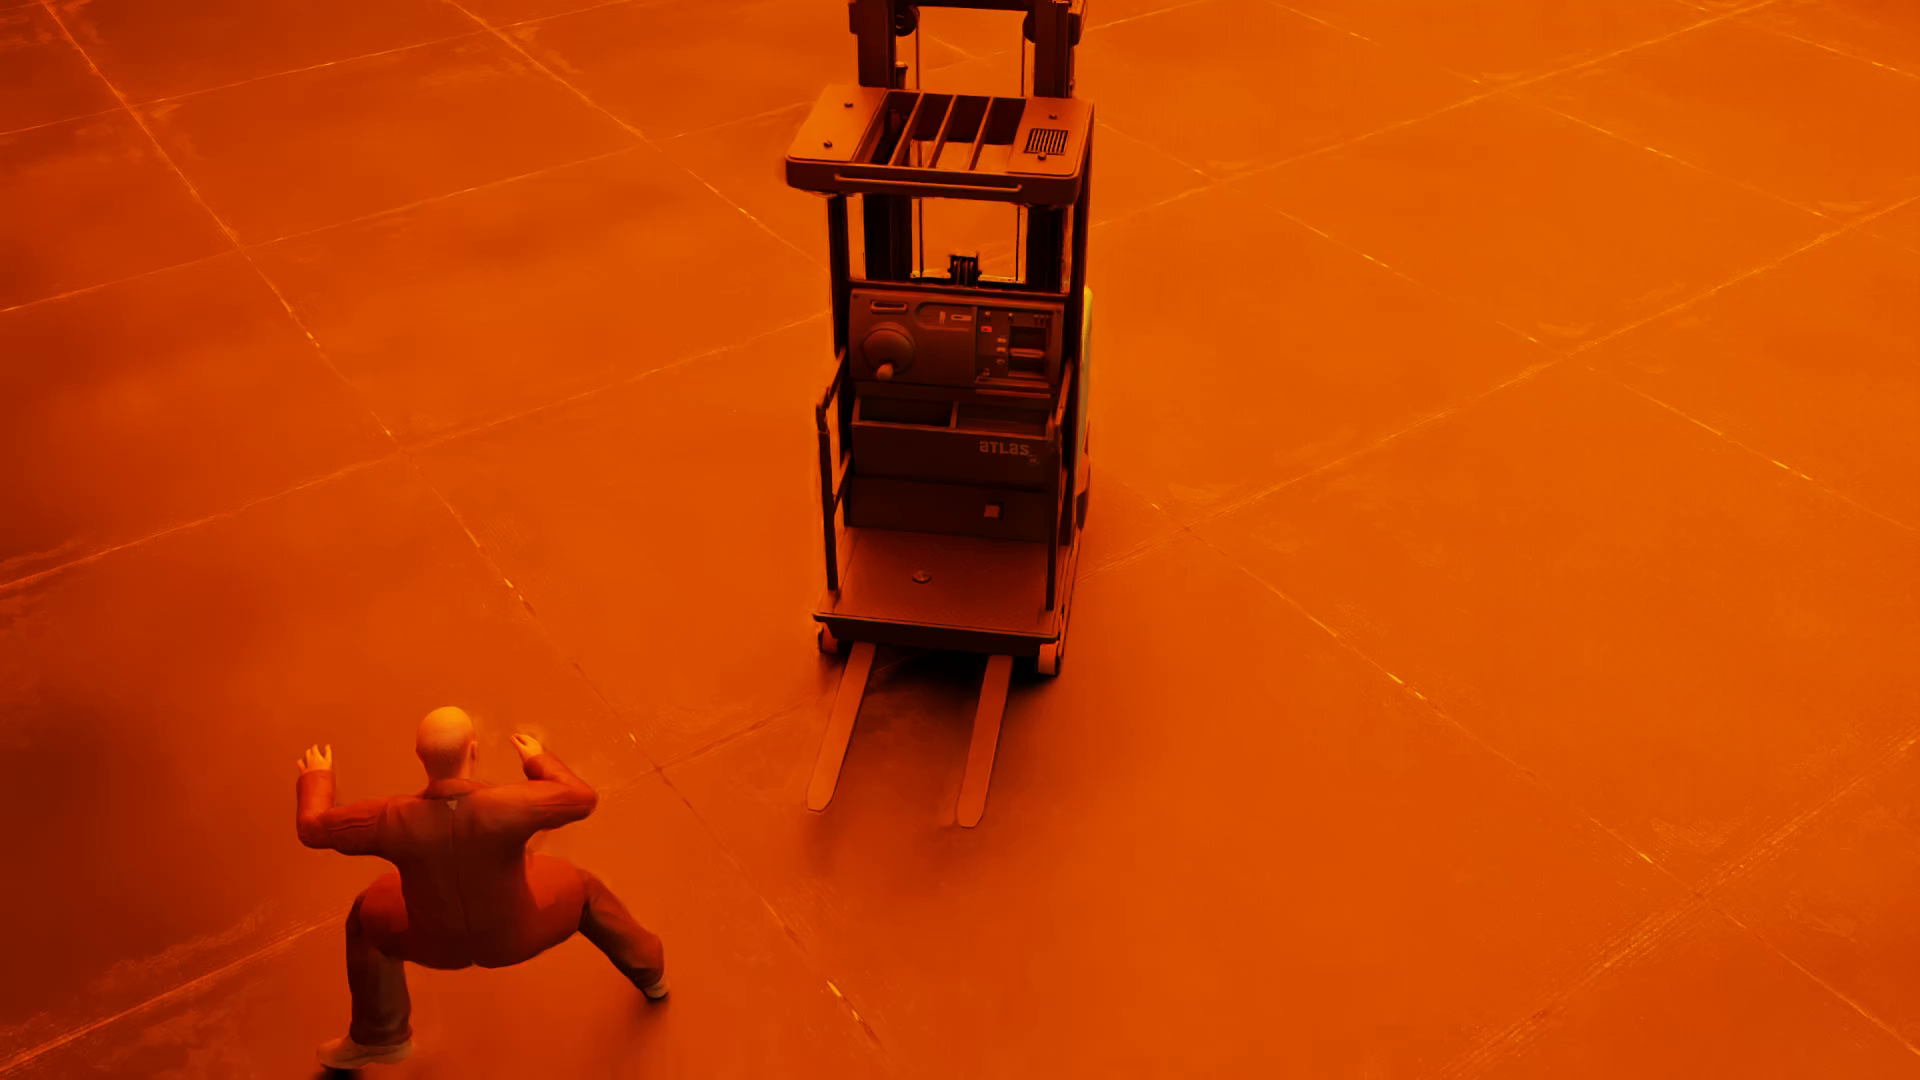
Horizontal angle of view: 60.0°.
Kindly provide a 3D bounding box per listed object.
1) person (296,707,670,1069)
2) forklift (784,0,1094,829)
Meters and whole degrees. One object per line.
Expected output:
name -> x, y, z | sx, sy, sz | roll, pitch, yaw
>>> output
person -> -1.679, 1.114, 5.615 | 1.231, 1.528, 0.718 | -5, 37, -7
forklift -> -0.049, -0.791, 7.014 | 1.130, 2.935, 3.031 | 5, 37, 7
